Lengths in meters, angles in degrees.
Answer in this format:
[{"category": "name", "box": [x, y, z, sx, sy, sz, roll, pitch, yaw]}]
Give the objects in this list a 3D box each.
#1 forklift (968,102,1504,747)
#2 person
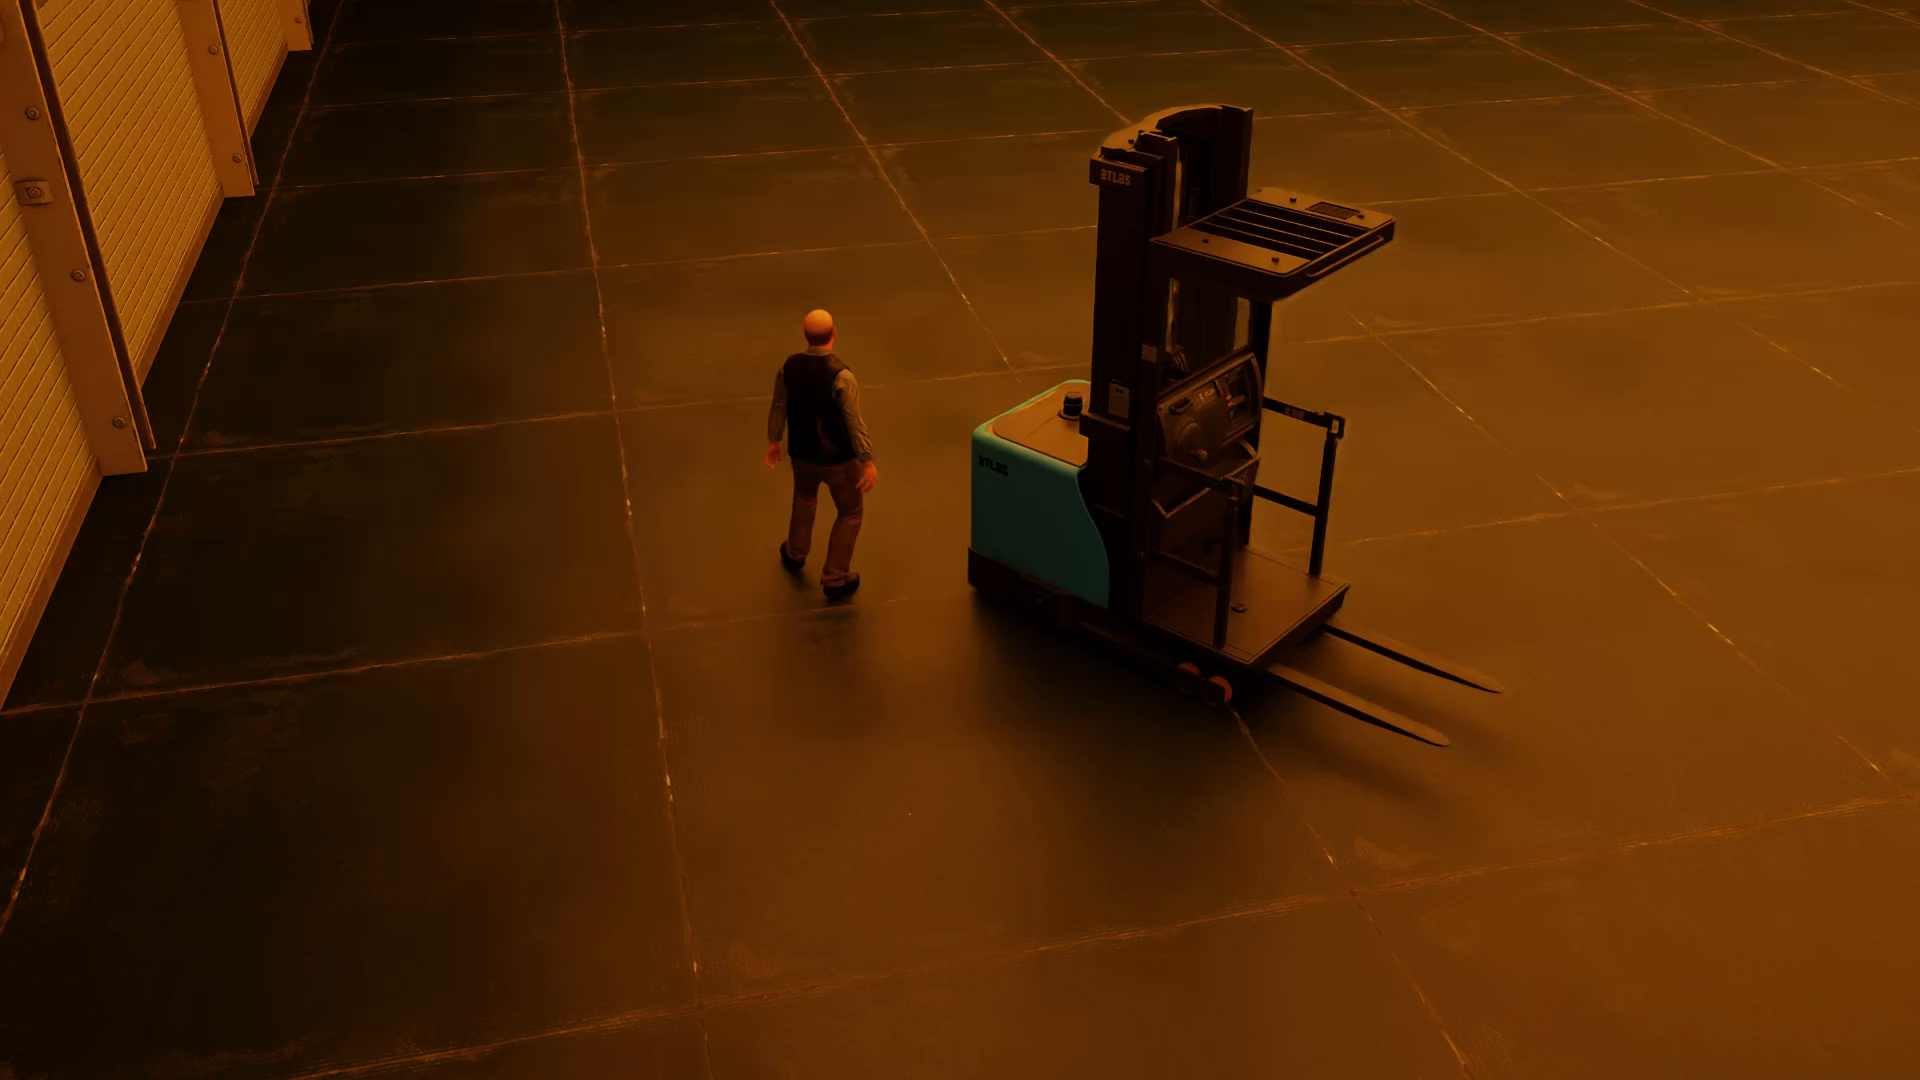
[{"category": "forklift", "box": [1.493, -0.668, 8.729, 3.031, 2.935, 1.130, 23, 37, 34]}, {"category": "person", "box": [-0.810, -0.502, 9.631, 0.860, 1.689, 0.399, 19, 35, 29]}]
